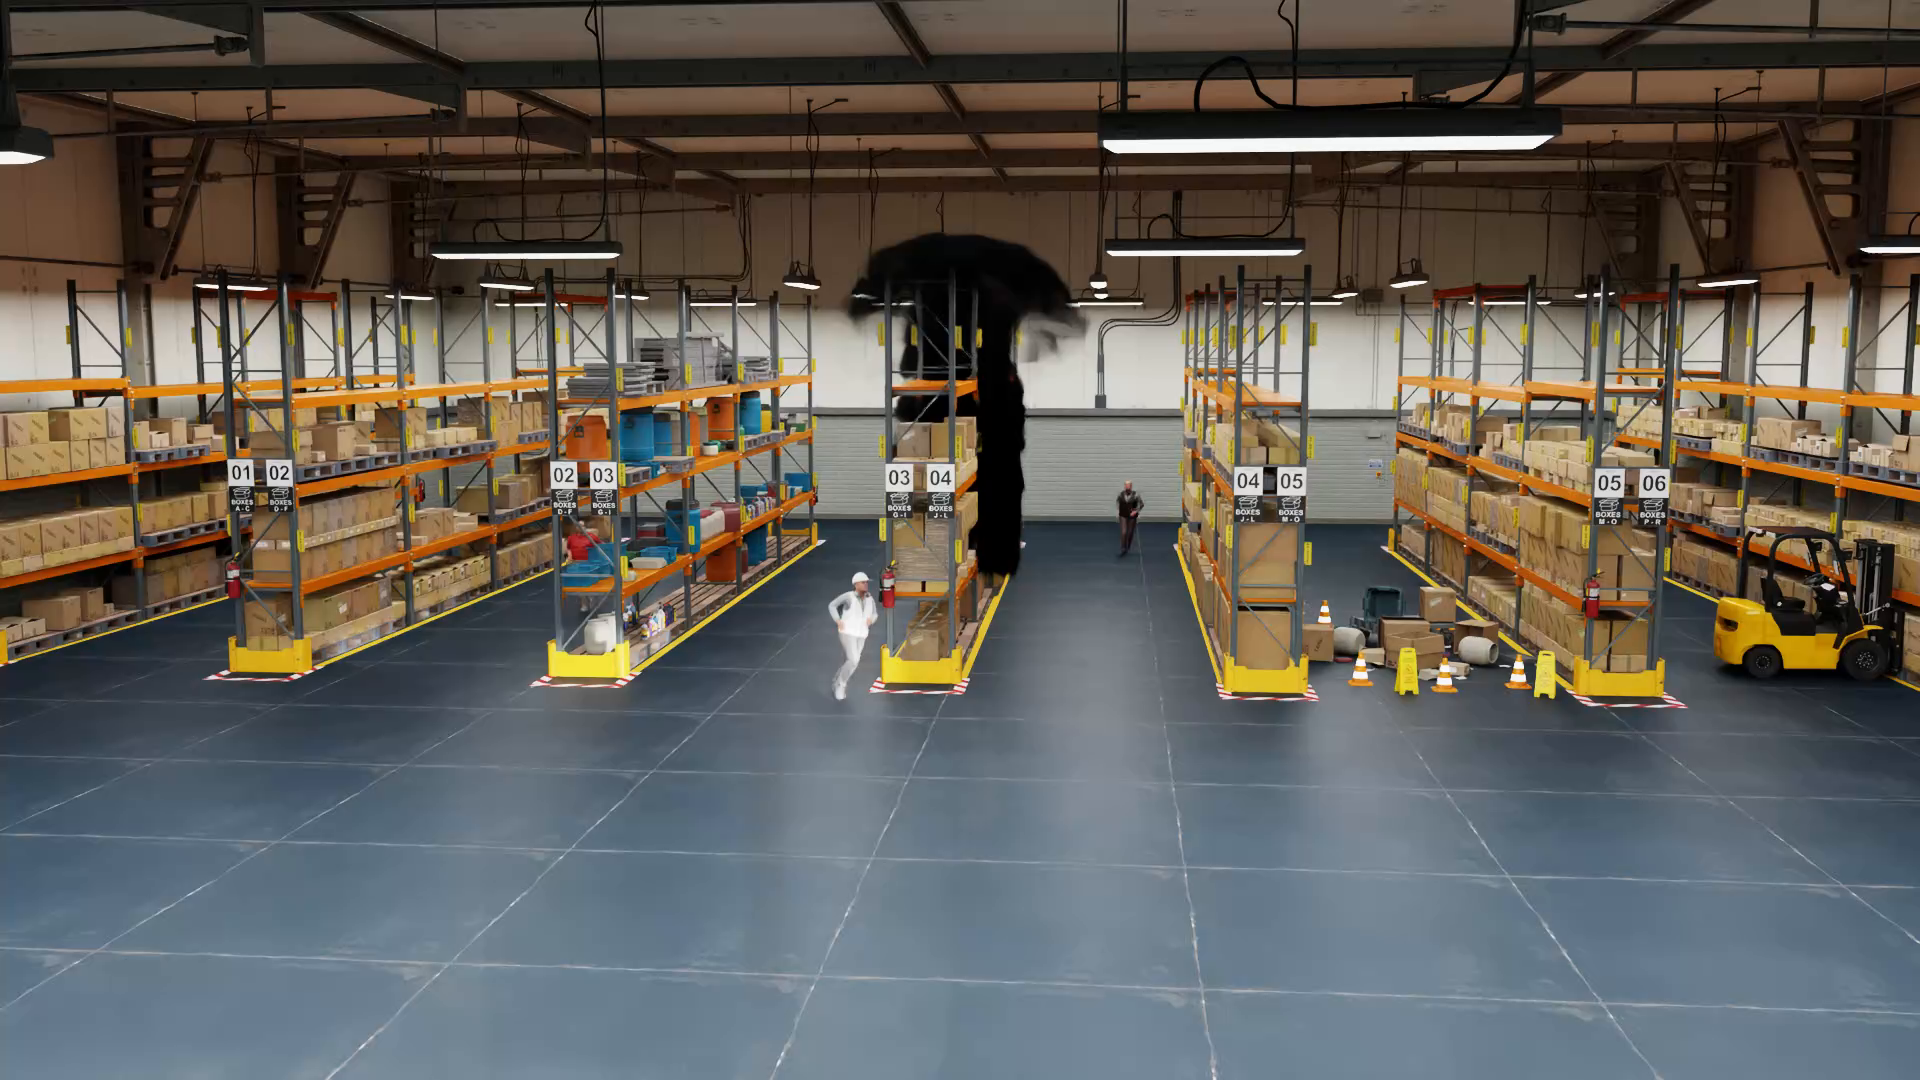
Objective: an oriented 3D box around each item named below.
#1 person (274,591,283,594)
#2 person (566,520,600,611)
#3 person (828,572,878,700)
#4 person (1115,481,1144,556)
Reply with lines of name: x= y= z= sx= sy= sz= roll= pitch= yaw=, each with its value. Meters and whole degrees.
person: x=-12.357 y=0.508 z=30.317 sx=0.584 sy=1.672 sz=0.557 roll=0 pitch=7 yaw=-1
person: x=-6.899 y=0.478 z=30.361 sx=0.638 sy=1.681 sz=0.586 roll=1 pitch=7 yaw=5
person: x=-1.486 y=1.330 z=23.248 sx=0.697 sy=1.767 sz=0.650 roll=-6 pitch=9 yaw=-41
person: x=3.924 y=-0.511 z=38.507 sx=0.671 sy=1.735 sz=0.776 roll=2 pitch=7 yaw=14
